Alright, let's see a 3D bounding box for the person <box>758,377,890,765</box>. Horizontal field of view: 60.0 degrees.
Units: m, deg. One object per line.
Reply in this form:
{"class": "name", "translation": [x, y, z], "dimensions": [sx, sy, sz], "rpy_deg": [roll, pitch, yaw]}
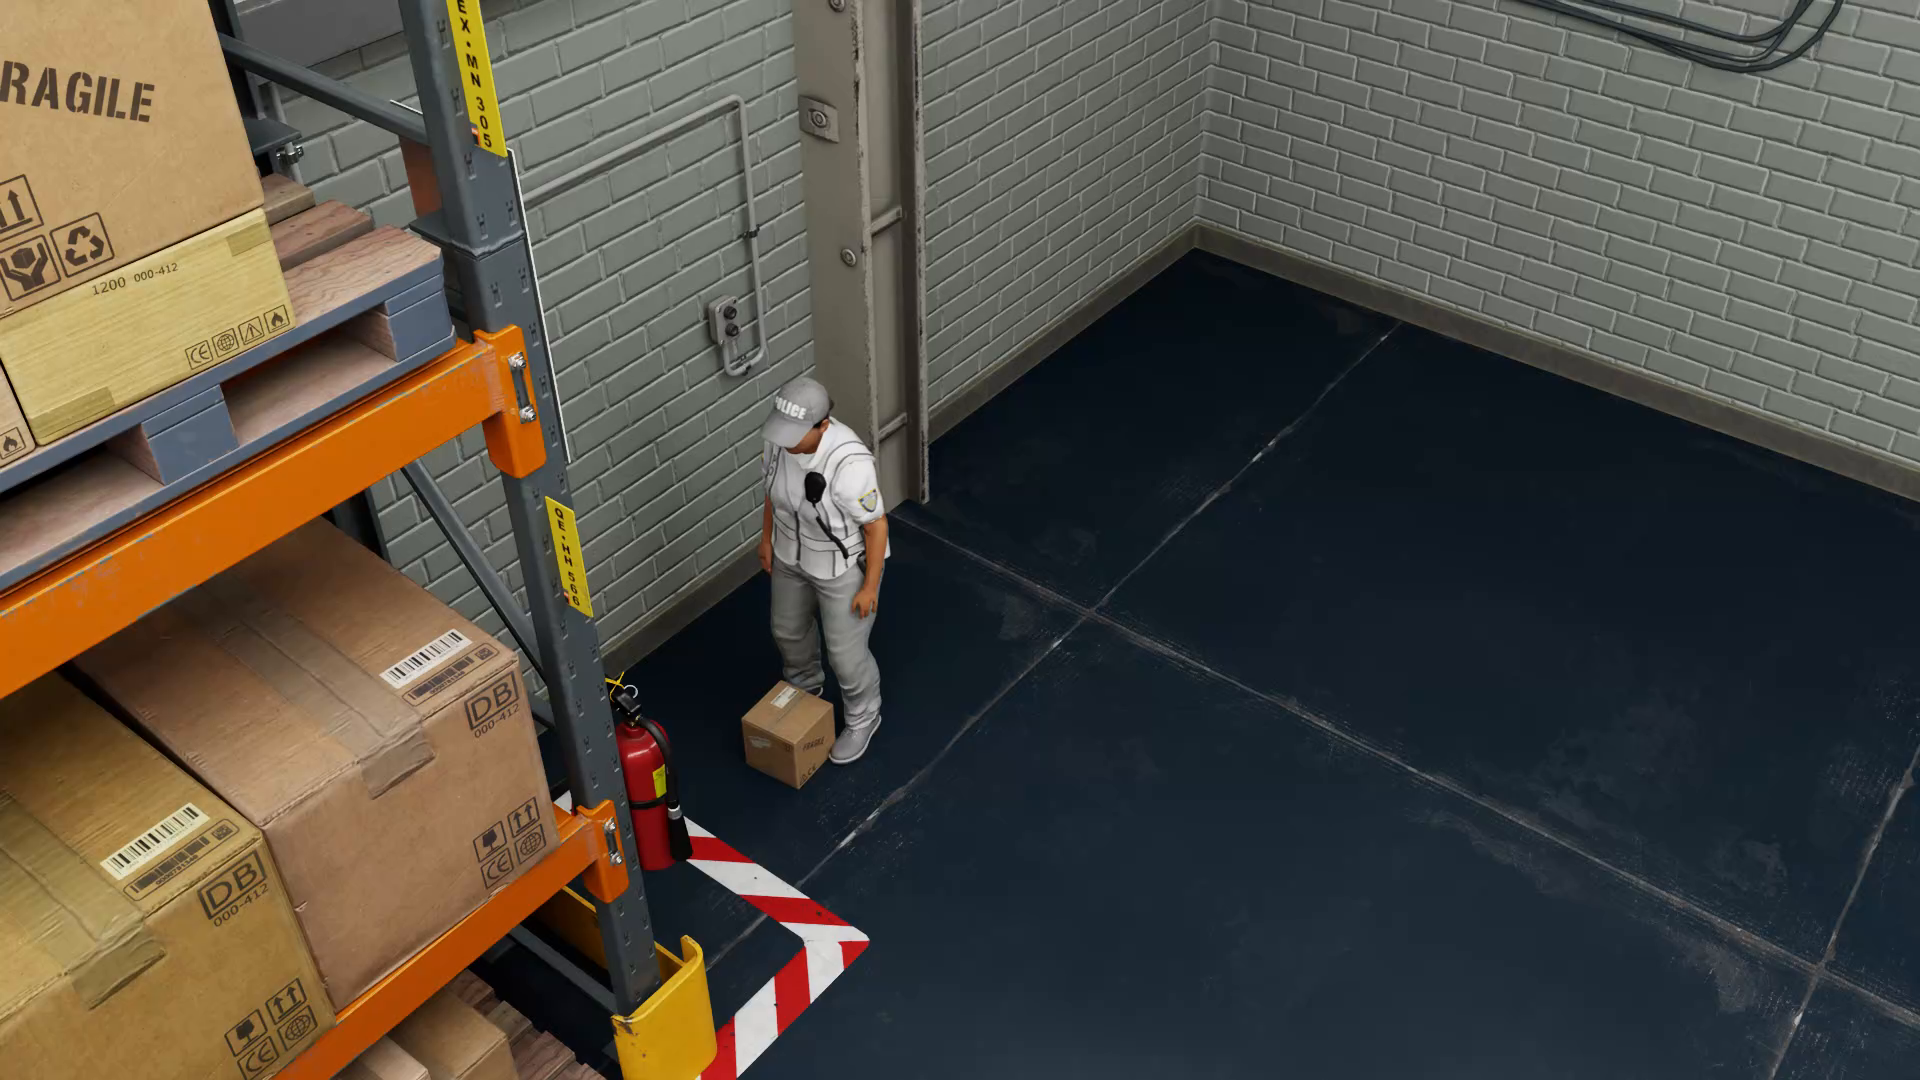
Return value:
{"class": "person", "translation": [-0.517, 0.087, 6.041], "dimensions": [0.554, 1.666, 0.471], "rpy_deg": [25, 45, 27]}
